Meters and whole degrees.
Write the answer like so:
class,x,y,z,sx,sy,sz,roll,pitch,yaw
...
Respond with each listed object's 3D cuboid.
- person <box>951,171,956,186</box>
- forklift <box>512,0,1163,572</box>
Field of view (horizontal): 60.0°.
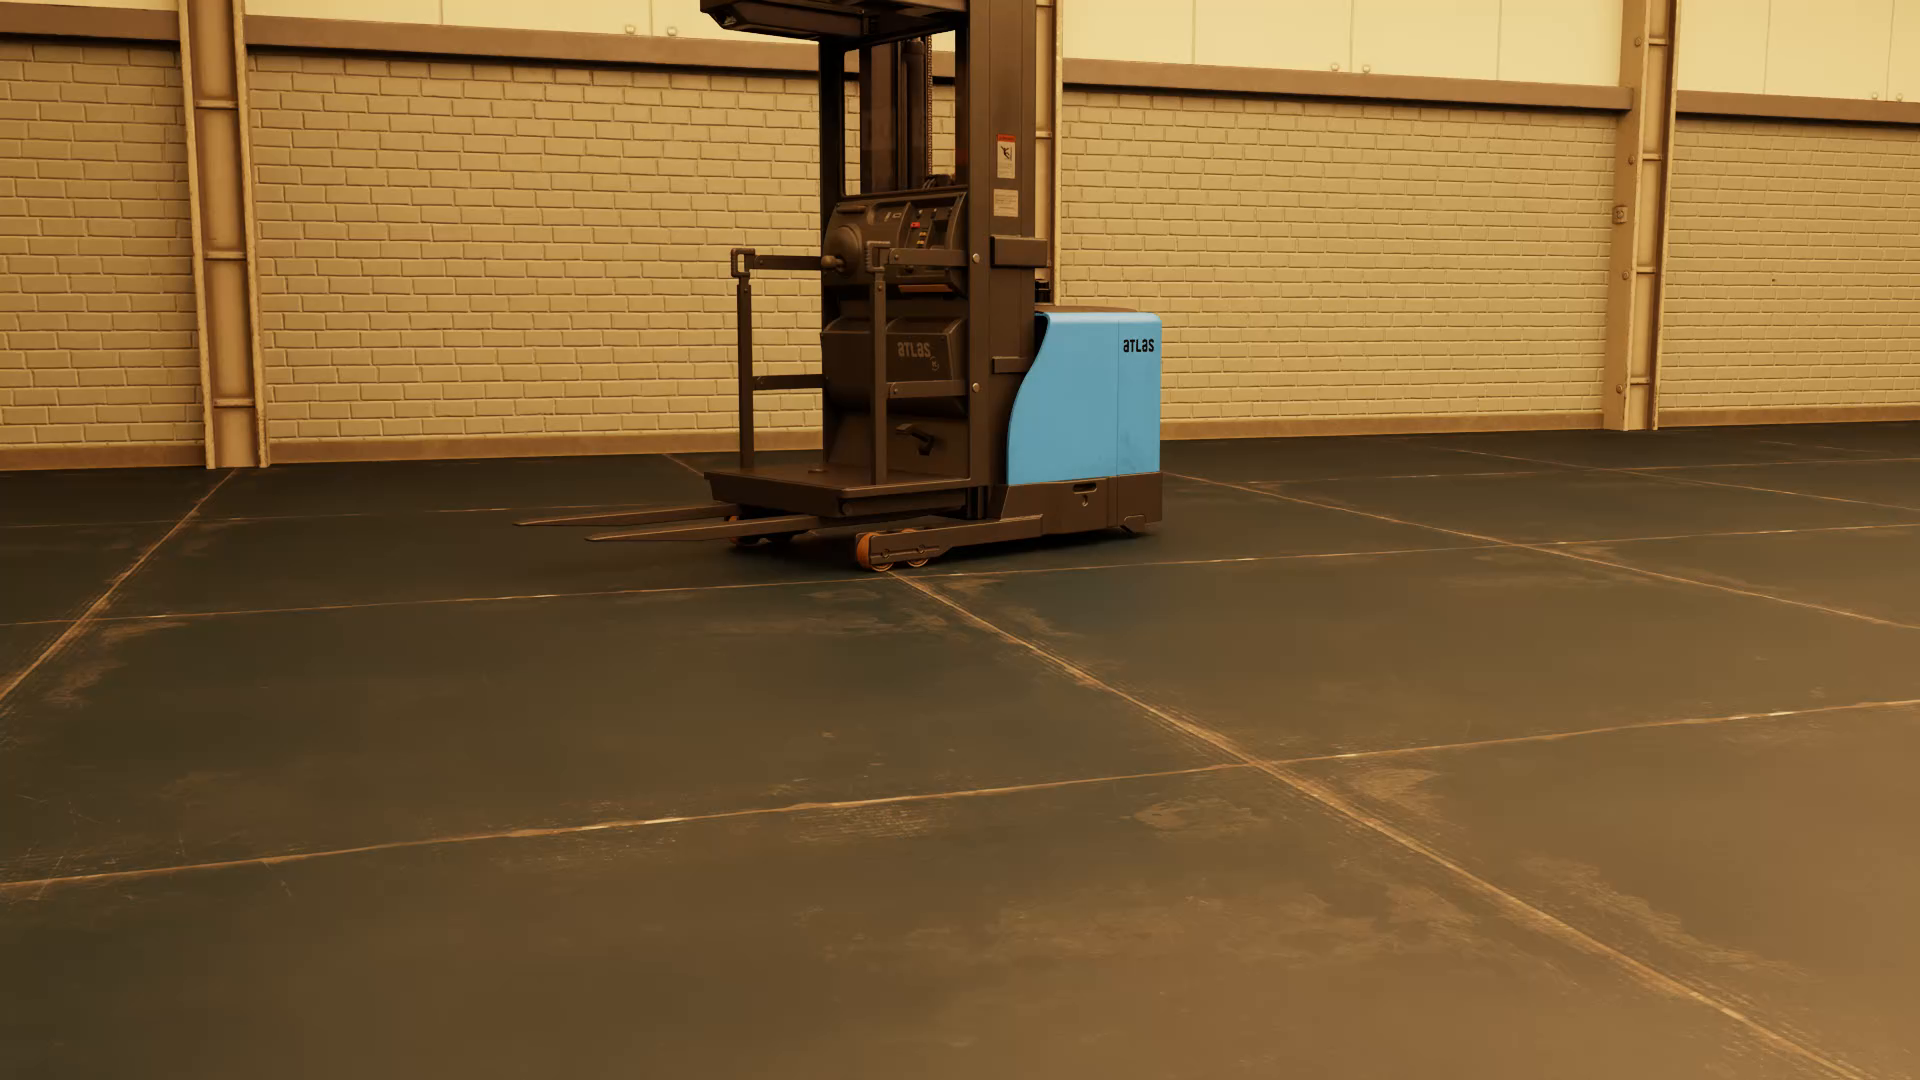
class,x,y,z,sx,sy,sz,roll,pitch,yaw
person,0.026,-0.971,7.805,0.372,1.636,0.561,-3,8,-22
forklift,-0.461,-1.399,7.333,3.031,2.935,1.130,-7,10,-40
